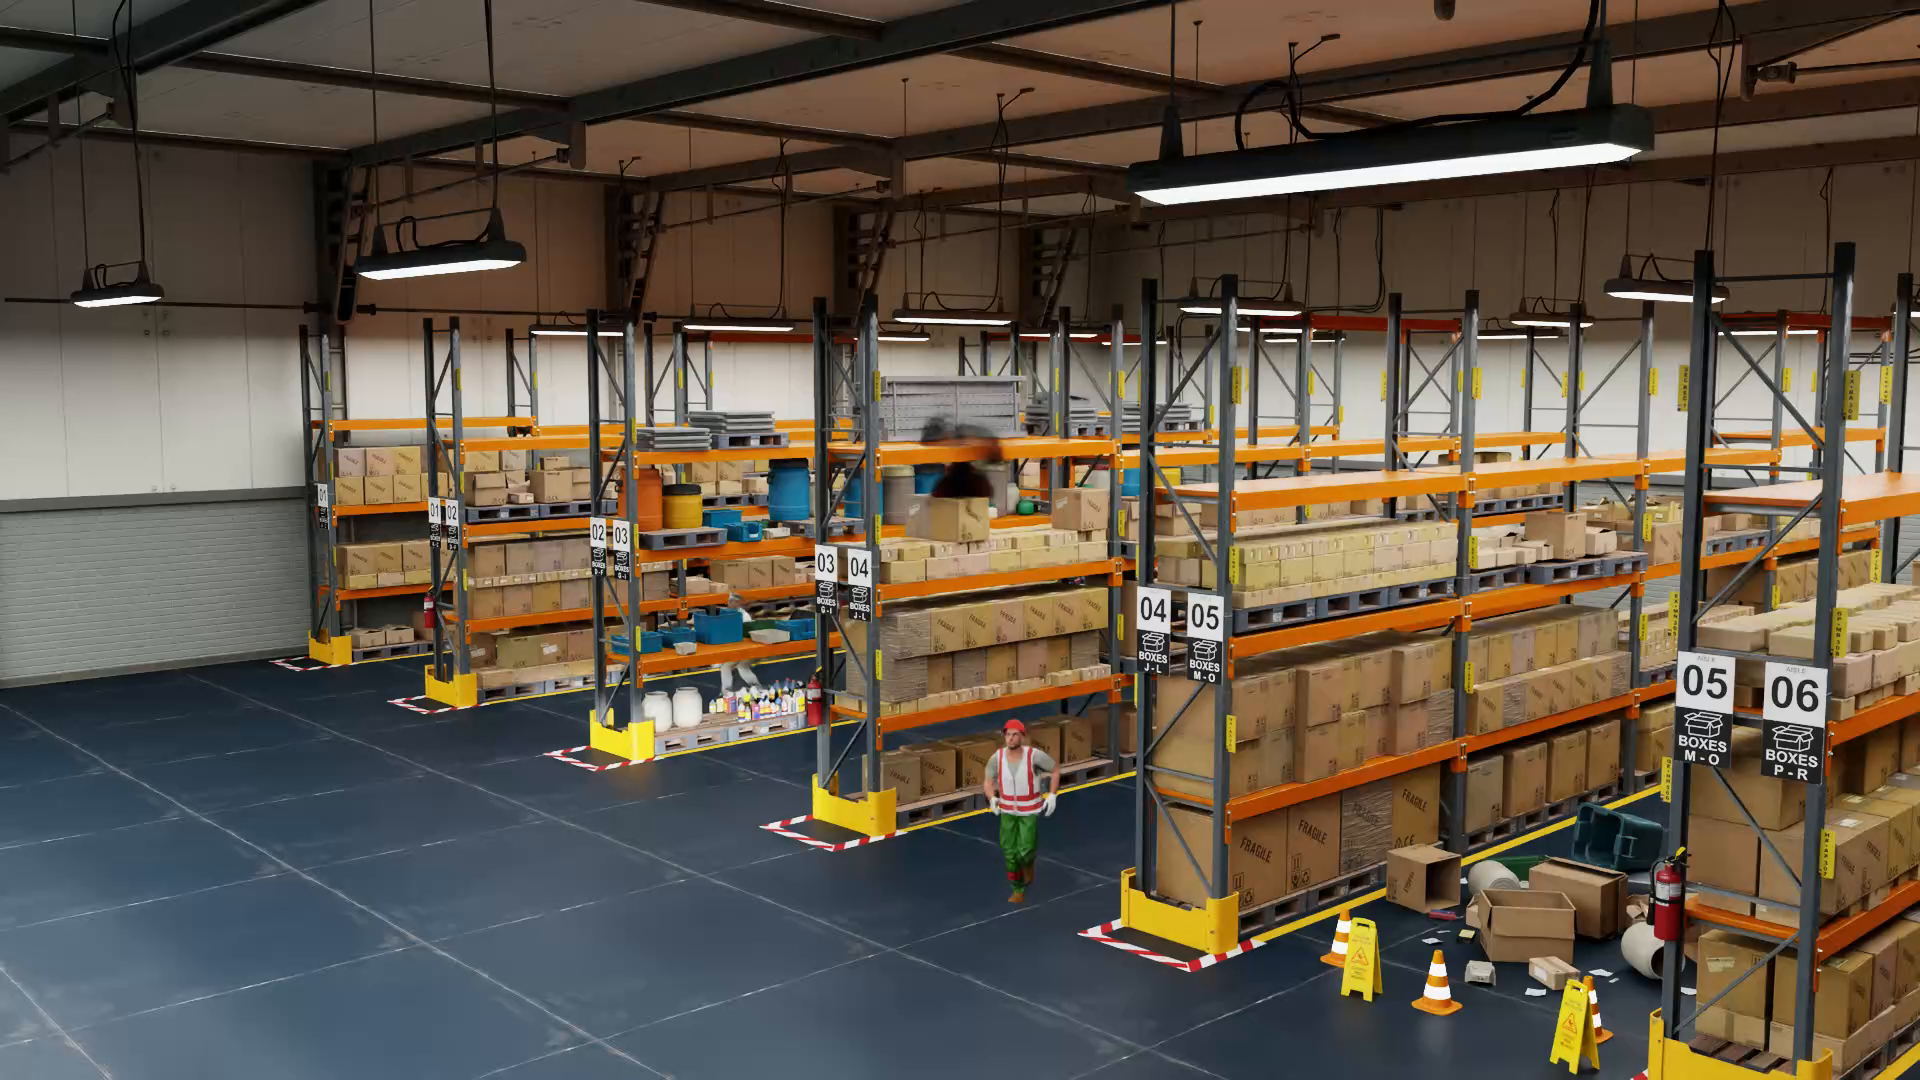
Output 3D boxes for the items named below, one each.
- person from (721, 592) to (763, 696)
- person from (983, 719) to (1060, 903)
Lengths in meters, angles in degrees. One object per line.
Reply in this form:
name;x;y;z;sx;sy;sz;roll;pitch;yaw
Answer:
person;-3.403;1.698;25.650;0.637;1.828;0.858;5;8;42
person;0.535;2.500;15.173;0.685;1.743;0.630;2;6;15
